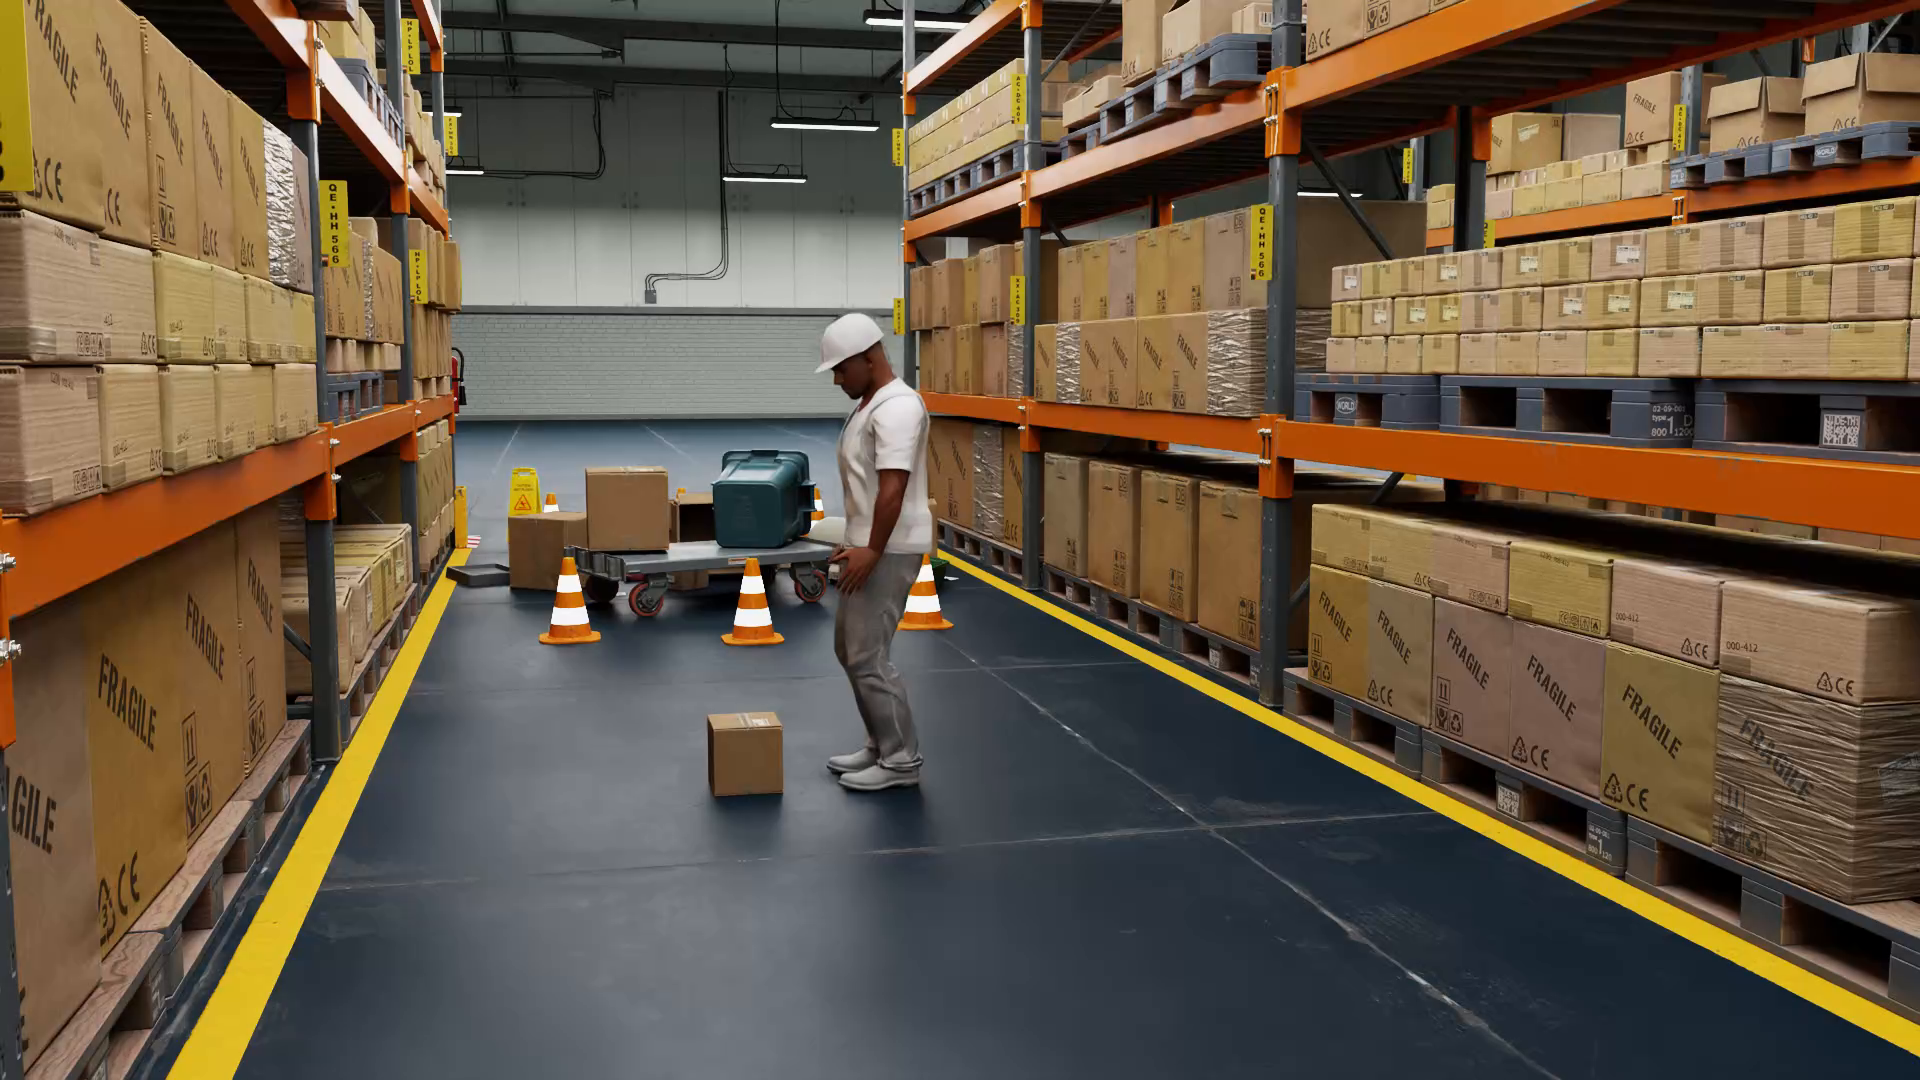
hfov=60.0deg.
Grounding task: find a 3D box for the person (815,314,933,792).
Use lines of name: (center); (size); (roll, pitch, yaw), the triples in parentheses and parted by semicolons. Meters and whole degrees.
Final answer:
person: (-0.320, 0.041, 6.130); (0.422, 1.732, 0.584); (-1, 6, -12)
